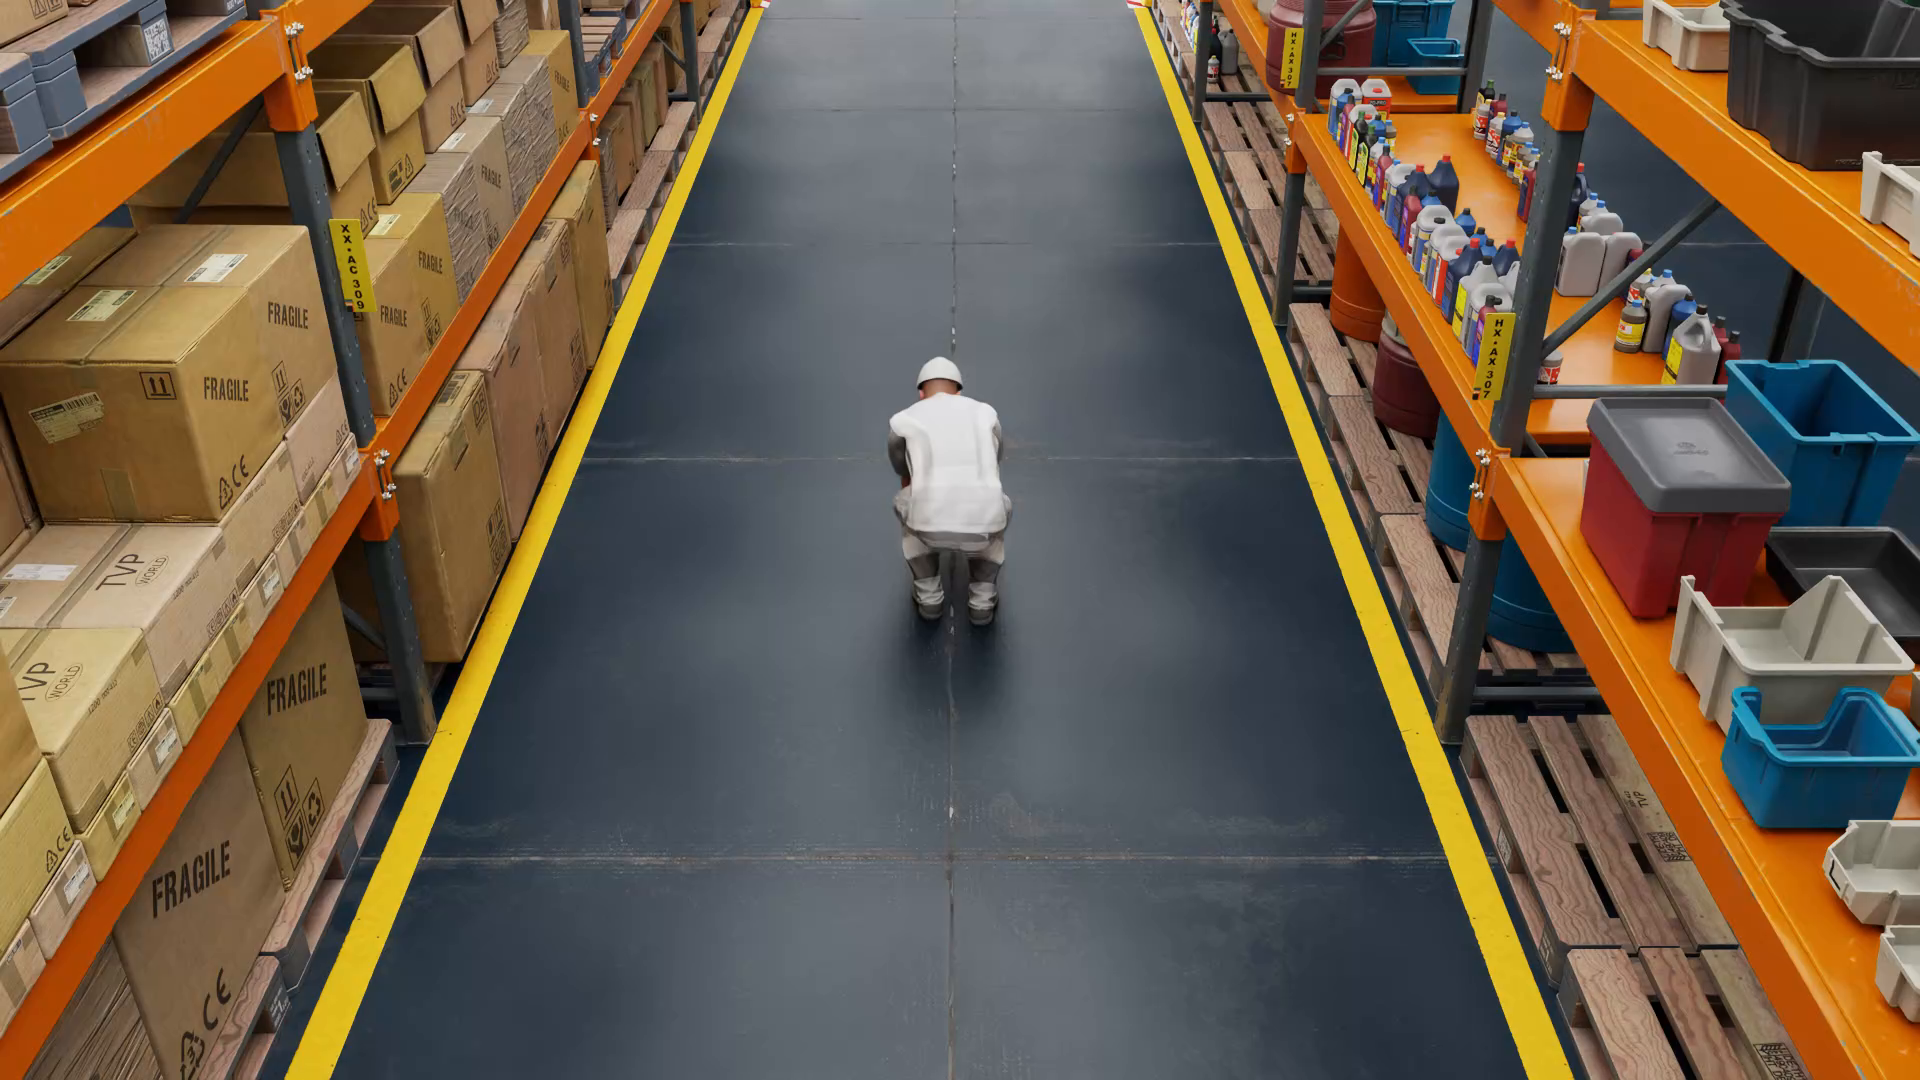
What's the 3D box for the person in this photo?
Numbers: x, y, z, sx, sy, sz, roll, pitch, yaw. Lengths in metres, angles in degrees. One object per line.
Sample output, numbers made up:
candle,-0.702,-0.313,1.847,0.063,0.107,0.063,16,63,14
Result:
person,-0.041,-0.183,7.186,0.535,0.993,0.902,-1,31,-2
